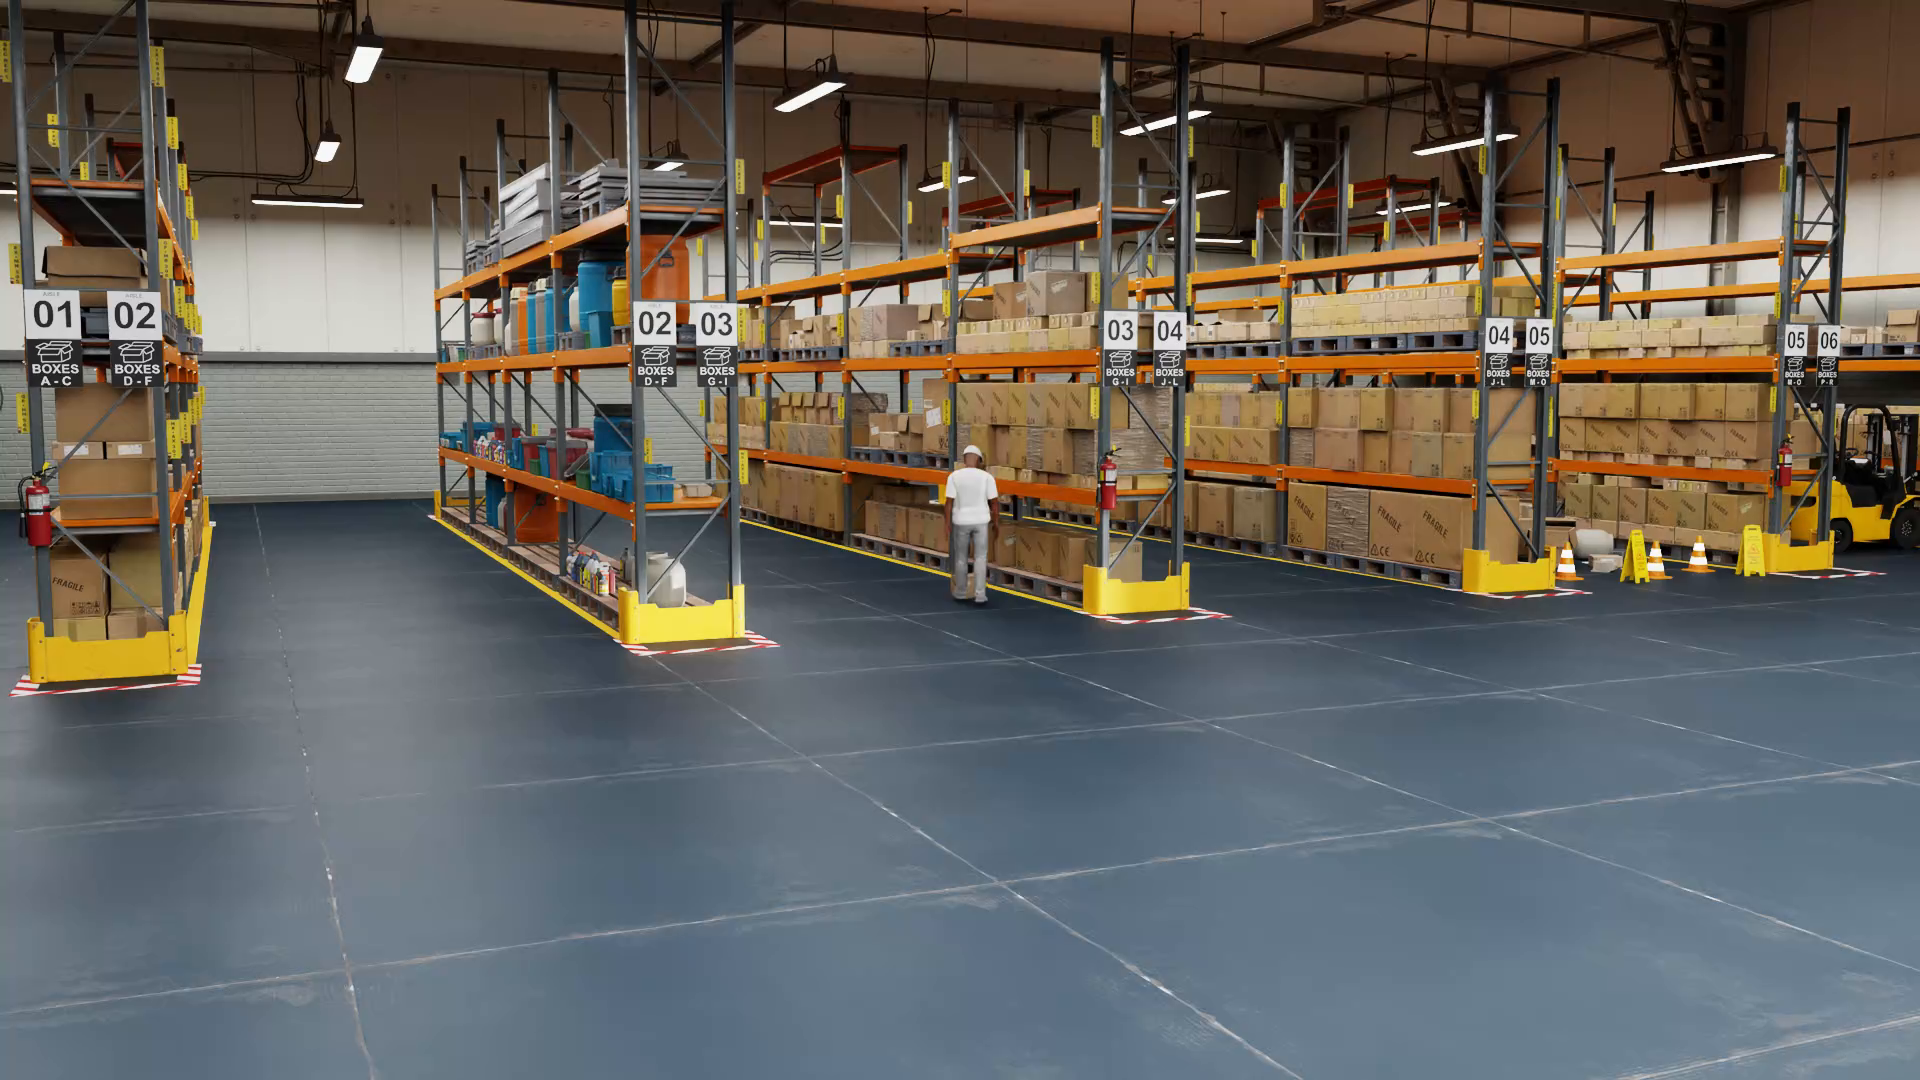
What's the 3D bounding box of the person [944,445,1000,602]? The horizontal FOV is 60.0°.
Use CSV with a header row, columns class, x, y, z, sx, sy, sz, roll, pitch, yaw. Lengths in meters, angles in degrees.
class,x,y,z,sx,sy,sz,roll,pitch,yaw
person,0.136,-0.188,18.573,0.629,1.742,0.769,0,5,1
